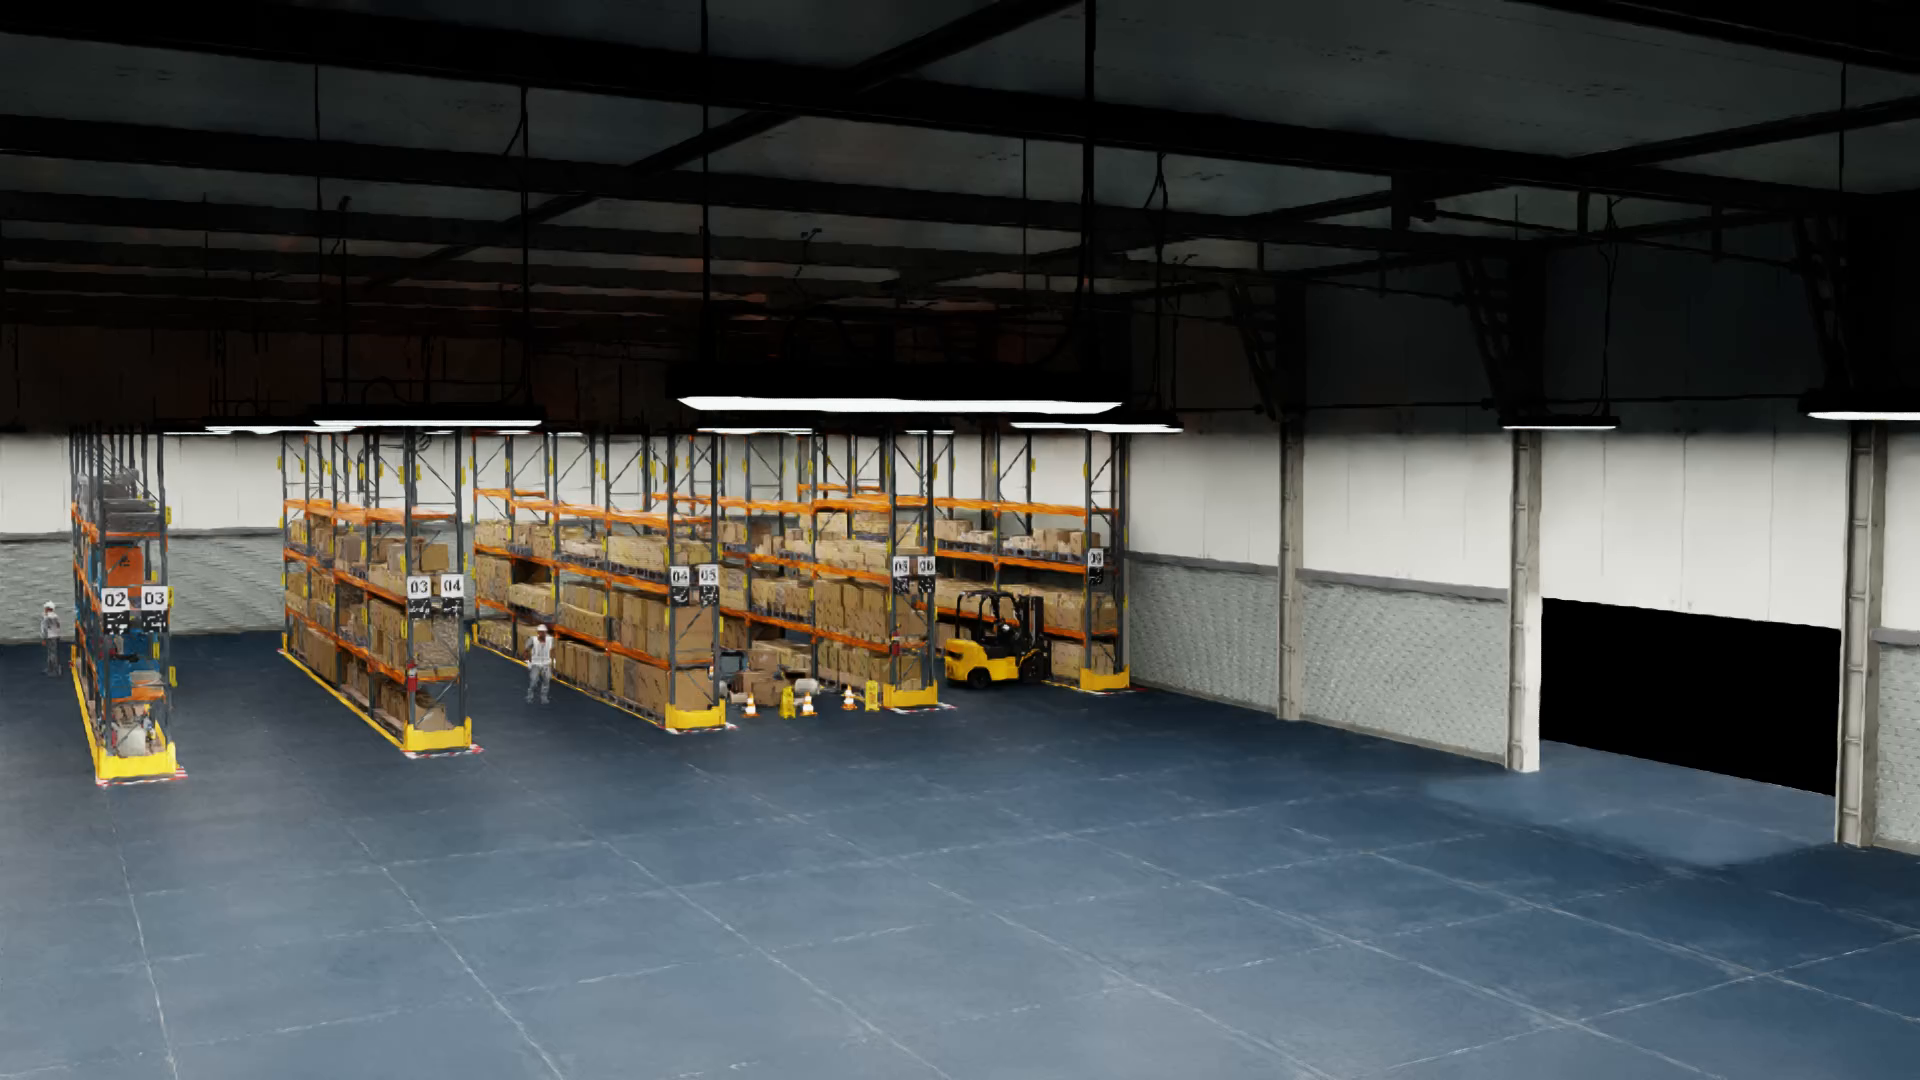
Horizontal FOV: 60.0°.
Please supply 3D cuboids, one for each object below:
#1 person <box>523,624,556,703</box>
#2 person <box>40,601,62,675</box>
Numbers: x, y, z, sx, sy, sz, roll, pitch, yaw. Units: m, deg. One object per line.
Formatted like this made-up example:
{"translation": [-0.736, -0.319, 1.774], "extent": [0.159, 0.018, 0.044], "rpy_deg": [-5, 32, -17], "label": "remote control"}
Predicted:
{"translation": [-9.012, 2.656, 35.726], "extent": [0.702, 1.735, 0.549], "rpy_deg": [-2, 4, -31], "label": "person"}
{"translation": [-21.933, 2.350, 40.054], "extent": [0.581, 1.768, 0.640], "rpy_deg": [-1, 4, -8], "label": "person"}
